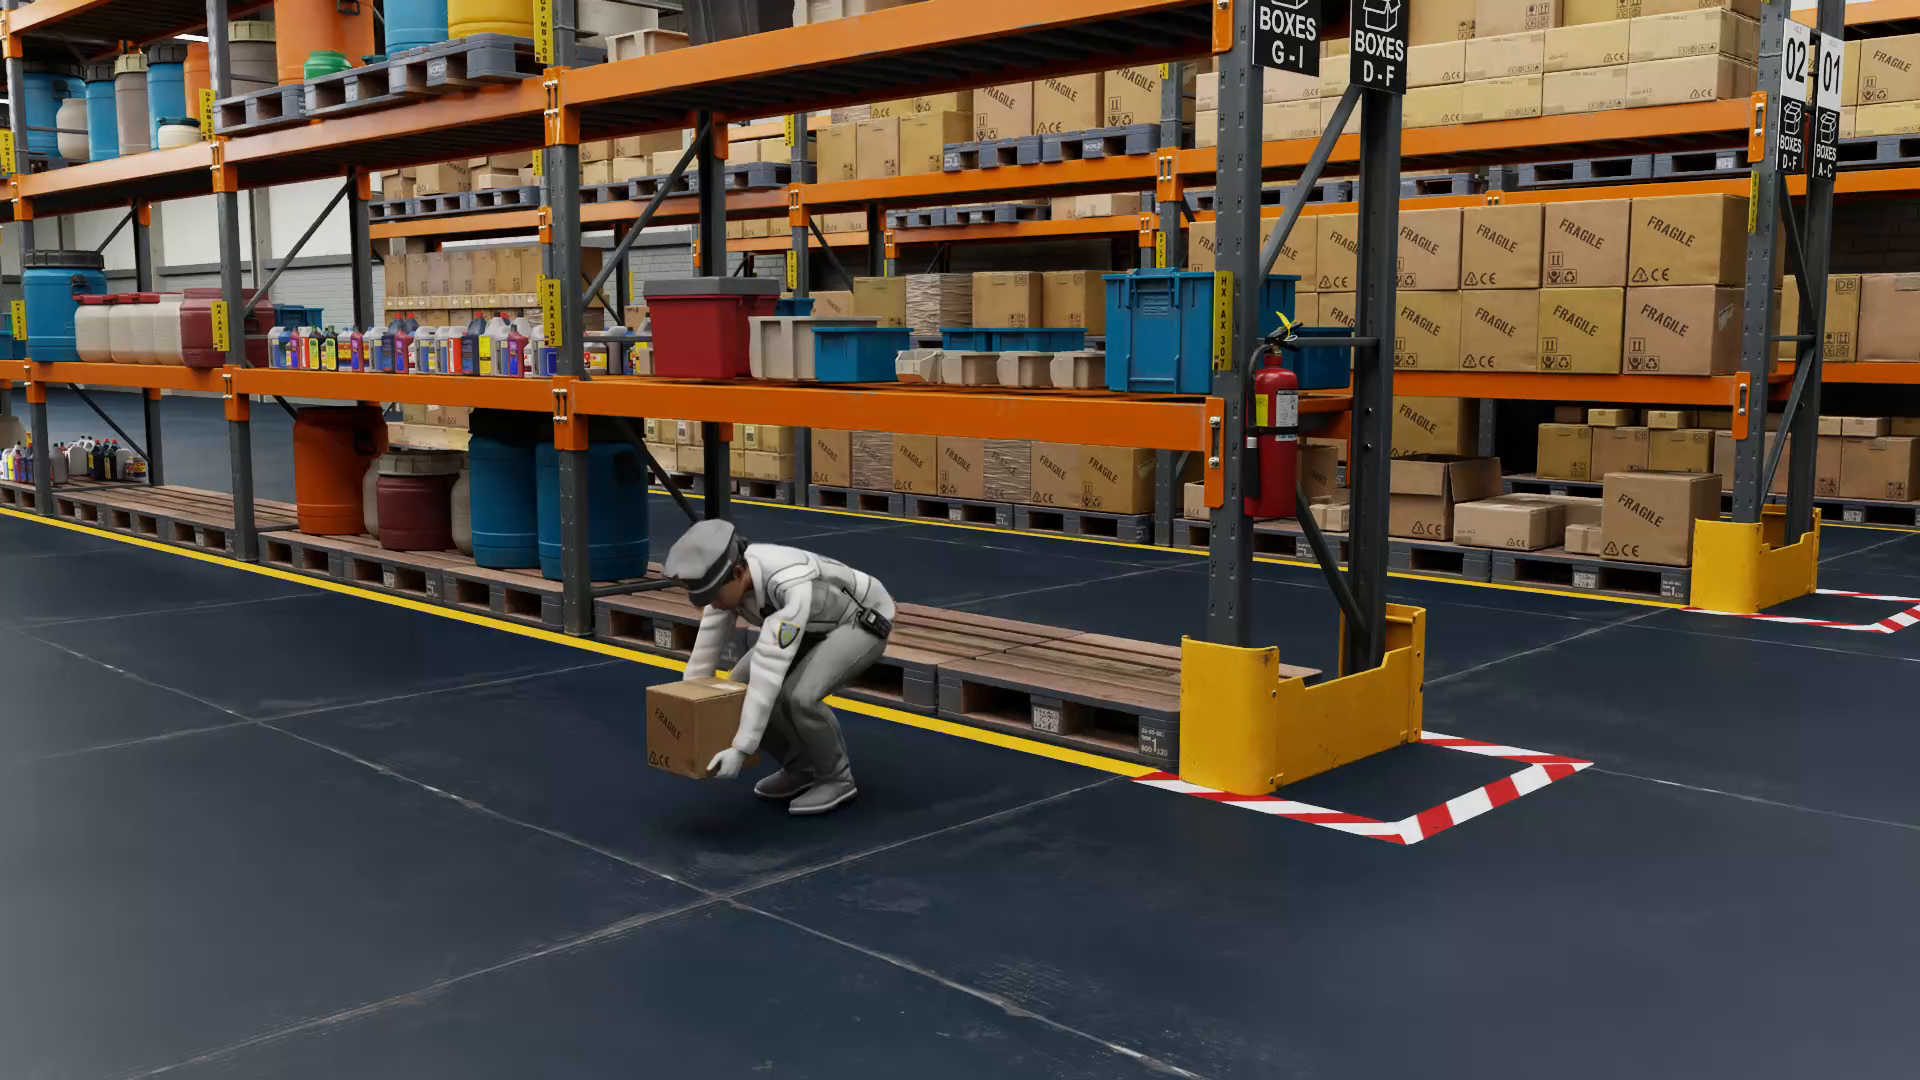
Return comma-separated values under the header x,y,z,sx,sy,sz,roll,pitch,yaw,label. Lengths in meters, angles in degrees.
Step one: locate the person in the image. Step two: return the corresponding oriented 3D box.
x,y,z,sx,sy,sz,roll,pitch,yaw,label
-0.590,0.395,5.388,0.457,0.982,0.889,6,10,42,person
